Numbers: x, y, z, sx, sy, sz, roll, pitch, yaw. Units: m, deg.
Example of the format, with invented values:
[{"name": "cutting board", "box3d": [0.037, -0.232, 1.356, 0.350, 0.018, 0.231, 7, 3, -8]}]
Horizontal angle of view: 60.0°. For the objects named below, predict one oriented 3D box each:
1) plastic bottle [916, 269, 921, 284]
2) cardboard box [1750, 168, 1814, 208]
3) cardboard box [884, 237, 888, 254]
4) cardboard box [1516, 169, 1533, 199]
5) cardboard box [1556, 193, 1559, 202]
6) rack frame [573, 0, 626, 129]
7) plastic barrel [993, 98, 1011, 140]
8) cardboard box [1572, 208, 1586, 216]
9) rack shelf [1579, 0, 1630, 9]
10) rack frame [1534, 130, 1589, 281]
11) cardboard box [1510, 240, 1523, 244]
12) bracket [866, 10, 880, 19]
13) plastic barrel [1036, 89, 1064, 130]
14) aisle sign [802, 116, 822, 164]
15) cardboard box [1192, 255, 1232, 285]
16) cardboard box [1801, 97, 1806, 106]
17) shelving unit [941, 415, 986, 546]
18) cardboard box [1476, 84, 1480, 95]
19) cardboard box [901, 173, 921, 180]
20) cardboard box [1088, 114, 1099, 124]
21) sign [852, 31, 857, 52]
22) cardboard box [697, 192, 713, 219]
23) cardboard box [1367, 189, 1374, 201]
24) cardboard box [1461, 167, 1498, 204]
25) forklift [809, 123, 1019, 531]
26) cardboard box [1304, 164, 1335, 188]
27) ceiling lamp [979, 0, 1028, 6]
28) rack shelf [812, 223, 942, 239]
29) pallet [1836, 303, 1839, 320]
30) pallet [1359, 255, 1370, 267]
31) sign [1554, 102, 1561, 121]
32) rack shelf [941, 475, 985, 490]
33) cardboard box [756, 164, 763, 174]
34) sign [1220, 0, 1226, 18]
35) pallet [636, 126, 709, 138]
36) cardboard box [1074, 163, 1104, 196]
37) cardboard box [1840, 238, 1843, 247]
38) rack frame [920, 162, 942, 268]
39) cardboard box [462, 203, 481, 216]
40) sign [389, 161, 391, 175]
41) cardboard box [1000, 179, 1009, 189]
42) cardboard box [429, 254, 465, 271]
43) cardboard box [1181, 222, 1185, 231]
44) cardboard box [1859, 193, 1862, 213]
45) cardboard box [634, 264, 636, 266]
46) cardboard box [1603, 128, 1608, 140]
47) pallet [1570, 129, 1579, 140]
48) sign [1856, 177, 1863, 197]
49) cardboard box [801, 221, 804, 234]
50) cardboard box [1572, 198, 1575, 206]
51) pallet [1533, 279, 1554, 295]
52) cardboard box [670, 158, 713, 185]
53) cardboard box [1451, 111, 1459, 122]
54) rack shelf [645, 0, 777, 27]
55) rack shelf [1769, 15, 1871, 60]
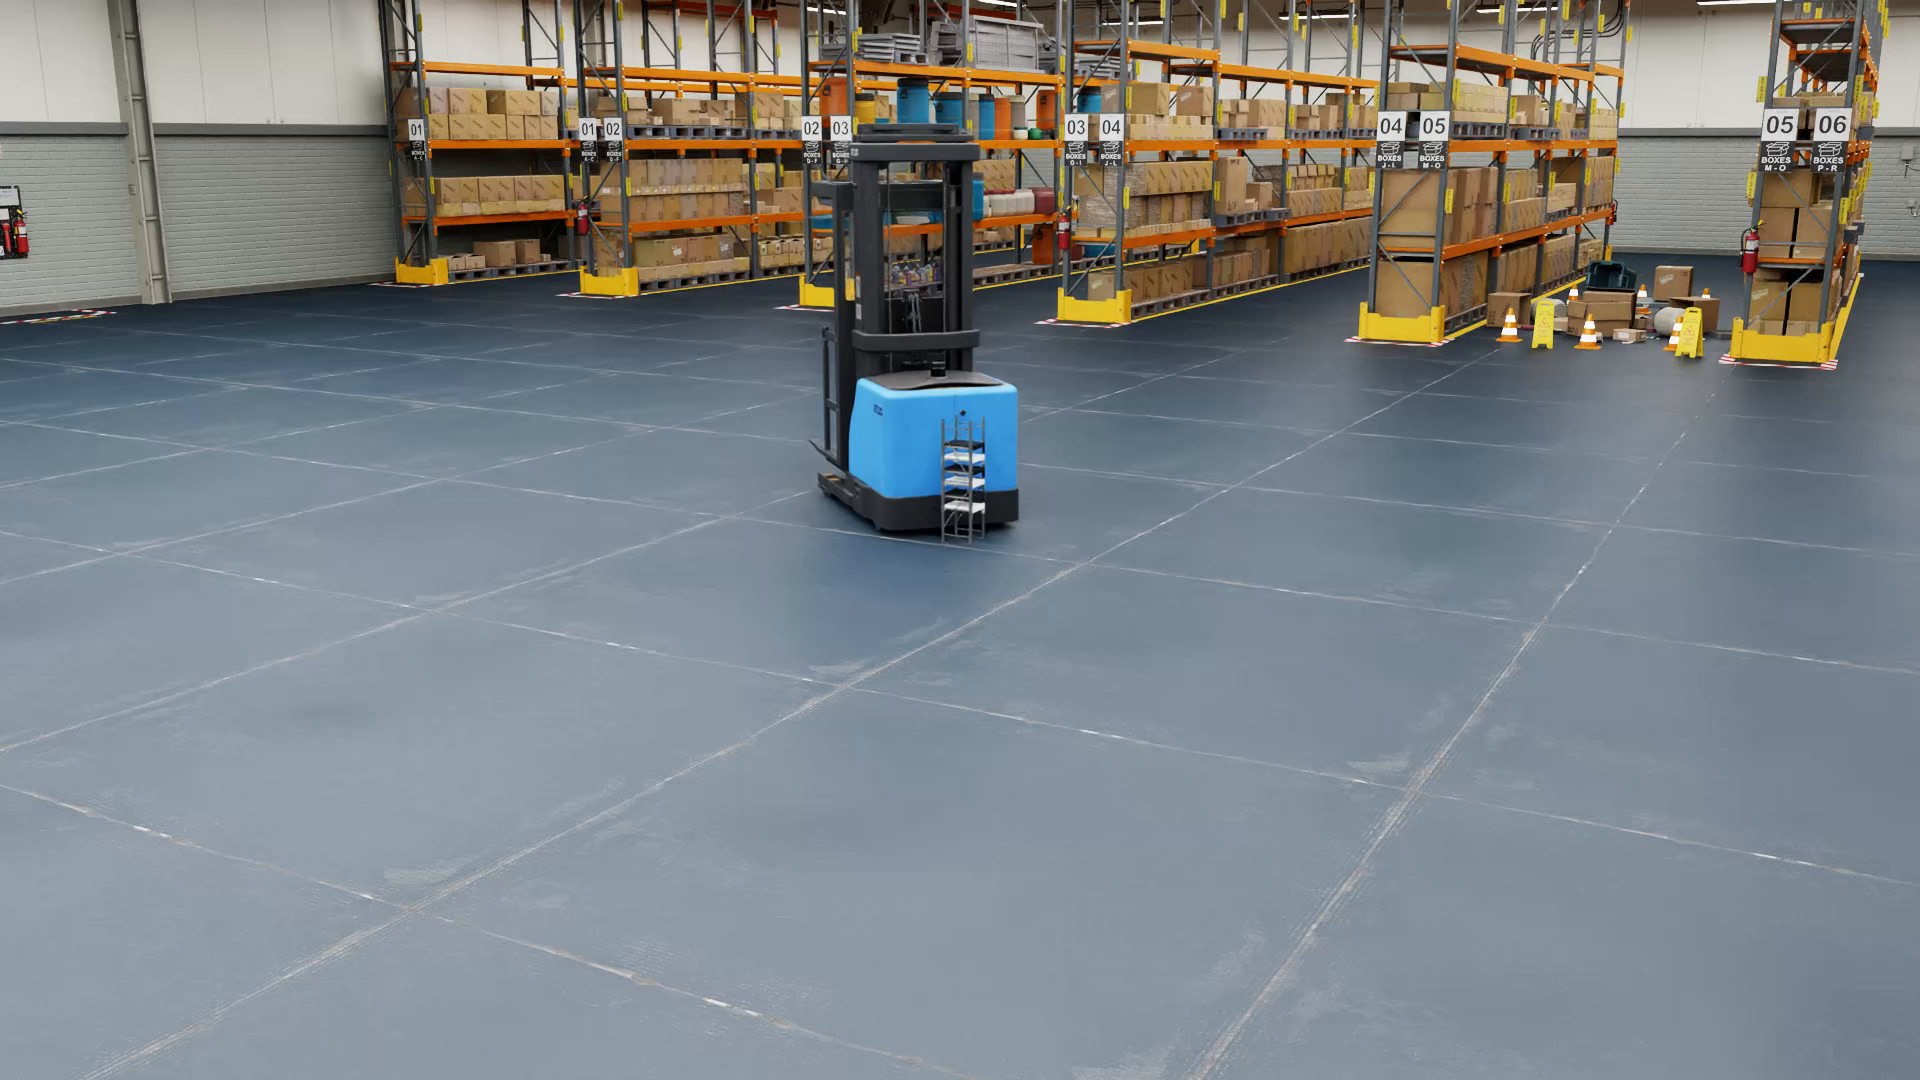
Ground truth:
[{"name": "plastic bottle", "box3d": [-0.767, -4.879, 30.753, 0.097, 0.271, 0.097, 0, 14, 0]}, {"name": "cardboard box", "box3d": [10.838, -4.647, 21.928, 0.700, 0.500, 0.500, 7, 15, 27]}, {"name": "cardboard box", "box3d": [-1.977, -6.893, 38.621, 0.500, 0.500, 0.500, 7, 15, 26]}, {"name": "cardboard box", "box3d": [9.799, -6.359, 29.665, 0.700, 0.500, 0.500, 7, 15, 27]}, {"name": "cardboard box", "box3d": [11.299, -6.587, 31.962, 0.380, 0.149, 0.250, 7, 15, 28]}, {"name": "rack frame", "box3d": [-6.563, -9.001, 30.167, 1.000, 3.000, 0.127, 7, 15, 28]}, {"name": "plastic barrel", "box3d": [0.736, -8.552, 33.792, 0.600, 0.830, 0.708, 7, 15, 28]}, {"name": "cardboard box", "box3d": [12.625, -6.739, 34.123, 0.380, 0.149, 0.250, 8, 16, 30]}, {"name": "rack shelf", "box3d": [13.168, -11.433, 34.700, 1.077, 0.370, 4.000, 7, 15, 28]}, {"name": "rack frame", "box3d": [12.202, -6.840, 34.007, 1.000, 3.000, 0.127, 7, 15, 28]}, {"name": "cardboard box", "box3d": [10.369, -5.543, 31.464, 0.500, 0.250, 0.500, 7, 15, 27]}, {"name": "bracket", "box3d": [-2.508, -15.120, 47.871, 0.235, 0.232, 0.430, 7, 15, 28]}, {"name": "plastic barrel", "box3d": [1.916, -9.151, 35.378, 0.600, 0.830, 0.708, 7, 15, 28]}, {"name": "aisle sign", "box3d": [-2.523, -6.805, 28.313, 0.394, 0.787, 0.004, 7, 15, 28]}, {"name": "cardboard box", "box3d": [4.604, -5.000, 30.766, 0.700, 0.500, 0.500, 7, 15, 28]}, {"name": "cardboard box", "box3d": [10.846, -5.713, 21.767, 0.380, 0.149, 0.250, 8, 16, 29]}, {"name": "shelving unit", "box3d": [0.023, -0.428, 11.889, 0.258, 0.900, 0.210, 7, 15, 27]}, {"name": "cardboard box", "box3d": [7.456, -6.648, 24.534, 0.380, 0.149, 0.250, 7, 15, 27]}, {"name": "cardboard box", "box3d": [-1.186, -8.727, 40.723, 0.700, 0.500, 0.500, 2, 14, 9]}, {"name": "cardboard box", "box3d": [1.968, -6.633, 26.214, 0.380, 0.149, 0.250, 7, 15, 28]}, {"name": "sign", "box3d": [-1.749, -8.274, 27.598, 0.100, 0.325, 0.005, 7, 15, 28]}, {"name": "cardboard box", "box3d": [-5.333, -6.650, 33.005, 0.700, 0.500, 0.500, 8, 16, 29]}, {"name": "cardboard box", "box3d": [9.349, -7.977, 38.409, 0.500, 0.250, 0.500, 7, 15, 26]}, {"name": "cardboard box", "box3d": [7.962, -5.599, 26.234, 0.875, 0.550, 0.550, 7, 15, 28]}, {"name": "forklift", "box3d": [-0.524, -1.791, 13.208, 1.130, 2.935, 3.031, -5, 14, -18]}, {"name": "cardboard box", "box3d": [7.607, -7.827, 35.747, 0.797, 0.503, 0.637, 7, 15, 27]}, {"name": "ceiling lamp", "box3d": [1.199, -13.822, 37.712, 0.800, 3.185, 2.000, 7, 15, 28]}, {"name": "rack shelf", "box3d": [-1.261, -5.583, 30.326, 1.077, 0.370, 4.000, 7, 15, 28]}, {"name": "pallet", "box3d": [13.680, -3.714, 26.991, 1.003, 0.211, 1.213, 7, 15, 28]}, {"name": "pallet", "box3d": [8.933, -6.466, 38.403, 1.003, 0.211, 1.213, 7, 15, 28]}, {"name": "sign", "box3d": [10.750, -7.703, 29.913, 0.100, 0.325, 0.005, 7, 15, 28]}, {"name": "rack shelf", "box3d": [0.023, -0.396, 11.897, 0.258, 0.077, 0.200, 7, 15, 27]}, {"name": "cardboard box", "box3d": [-5.357, -9.446, 42.322, 0.500, 0.250, 0.500, 8, 16, 29]}, {"name": "sign", "box3d": [4.507, -9.125, 28.523, 0.100, 0.325, 0.005, 7, 15, 28]}, {"name": "pallet", "box3d": [-5.609, -7.893, 32.161, 1.003, 0.211, 1.213, 7, 15, 28]}, {"name": "cardboard box", "box3d": [2.157, -5.781, 26.632, 0.500, 0.500, 0.500, 7, 15, 28]}, {"name": "cardboard box", "box3d": [12.713, -4.384, 24.356, 0.380, 0.149, 0.250, 8, 16, 29]}, {"name": "rack frame", "box3d": [-0.295, -6.343, 31.943, 1.000, 3.000, 0.127, 7, 15, 28]}, {"name": "cardboard box", "box3d": [-10.148, -6.754, 33.925, 0.500, 0.250, 0.500, 7, 15, 26]}, {"name": "sign", "box3d": [-11.377, -7.428, 33.300, 0.100, 0.325, 0.005, 7, 15, 28]}, {"name": "cardboard box", "box3d": [0.946, -9.186, 43.523, 0.500, 0.500, 0.500, 8, 15, 29]}, {"name": "cardboard box", "box3d": [-10.488, -5.683, 34.005, 0.500, 0.311, 0.500, 6, 15, 22]}, {"name": "cardboard box", "box3d": [3.632, -5.387, 28.515, 0.380, 0.149, 0.250, 7, 15, 28]}, {"name": "cardboard box", "box3d": [17.286, -6.518, 32.457, 0.500, 0.500, 0.500, 7, 15, 28]}, {"name": "cardboard box", "box3d": [-6.331, -5.199, 32.170, 0.500, 0.250, 0.500, 7, 15, 28]}, {"name": "cardboard box", "box3d": [13.415, -8.606, 35.250, 0.500, 0.250, 0.500, 8, 16, 31]}, {"name": "pallet", "box3d": [11.311, -7.880, 32.318, 1.213, 0.211, 1.003, 7, 15, 28]}, {"name": "sign", "box3d": [15.130, -5.944, 27.989, 0.100, 0.325, 0.005, 7, 15, 28]}, {"name": "cardboard box", "box3d": [-4.403, -8.340, 44.665, 0.700, 0.500, 0.500, 7, 15, 27]}, {"name": "cardboard box", "box3d": [12.183, -6.818, 33.556, 0.380, 0.149, 0.250, 7, 15, 27]}, {"name": "pallet", "box3d": [10.647, -4.824, 31.594, 1.003, 0.211, 1.213, 7, 15, 28]}, {"name": "cardboard box", "box3d": [-5.324, -7.286, 32.874, 0.700, 0.500, 0.500, 7, 15, 28]}, {"name": "cardboard box", "box3d": [6.847, -6.001, 23.553, 0.380, 0.149, 0.250, 8, 15, 28]}, {"name": "rack shelf", "box3d": [-6.067, -12.879, 40.697, 1.077, 0.370, 4.000, 7, 15, 28]}, {"name": "rack shelf", "box3d": [11.749, -6.814, 22.638, 1.077, 0.370, 4.000, 7, 15, 28]}]
